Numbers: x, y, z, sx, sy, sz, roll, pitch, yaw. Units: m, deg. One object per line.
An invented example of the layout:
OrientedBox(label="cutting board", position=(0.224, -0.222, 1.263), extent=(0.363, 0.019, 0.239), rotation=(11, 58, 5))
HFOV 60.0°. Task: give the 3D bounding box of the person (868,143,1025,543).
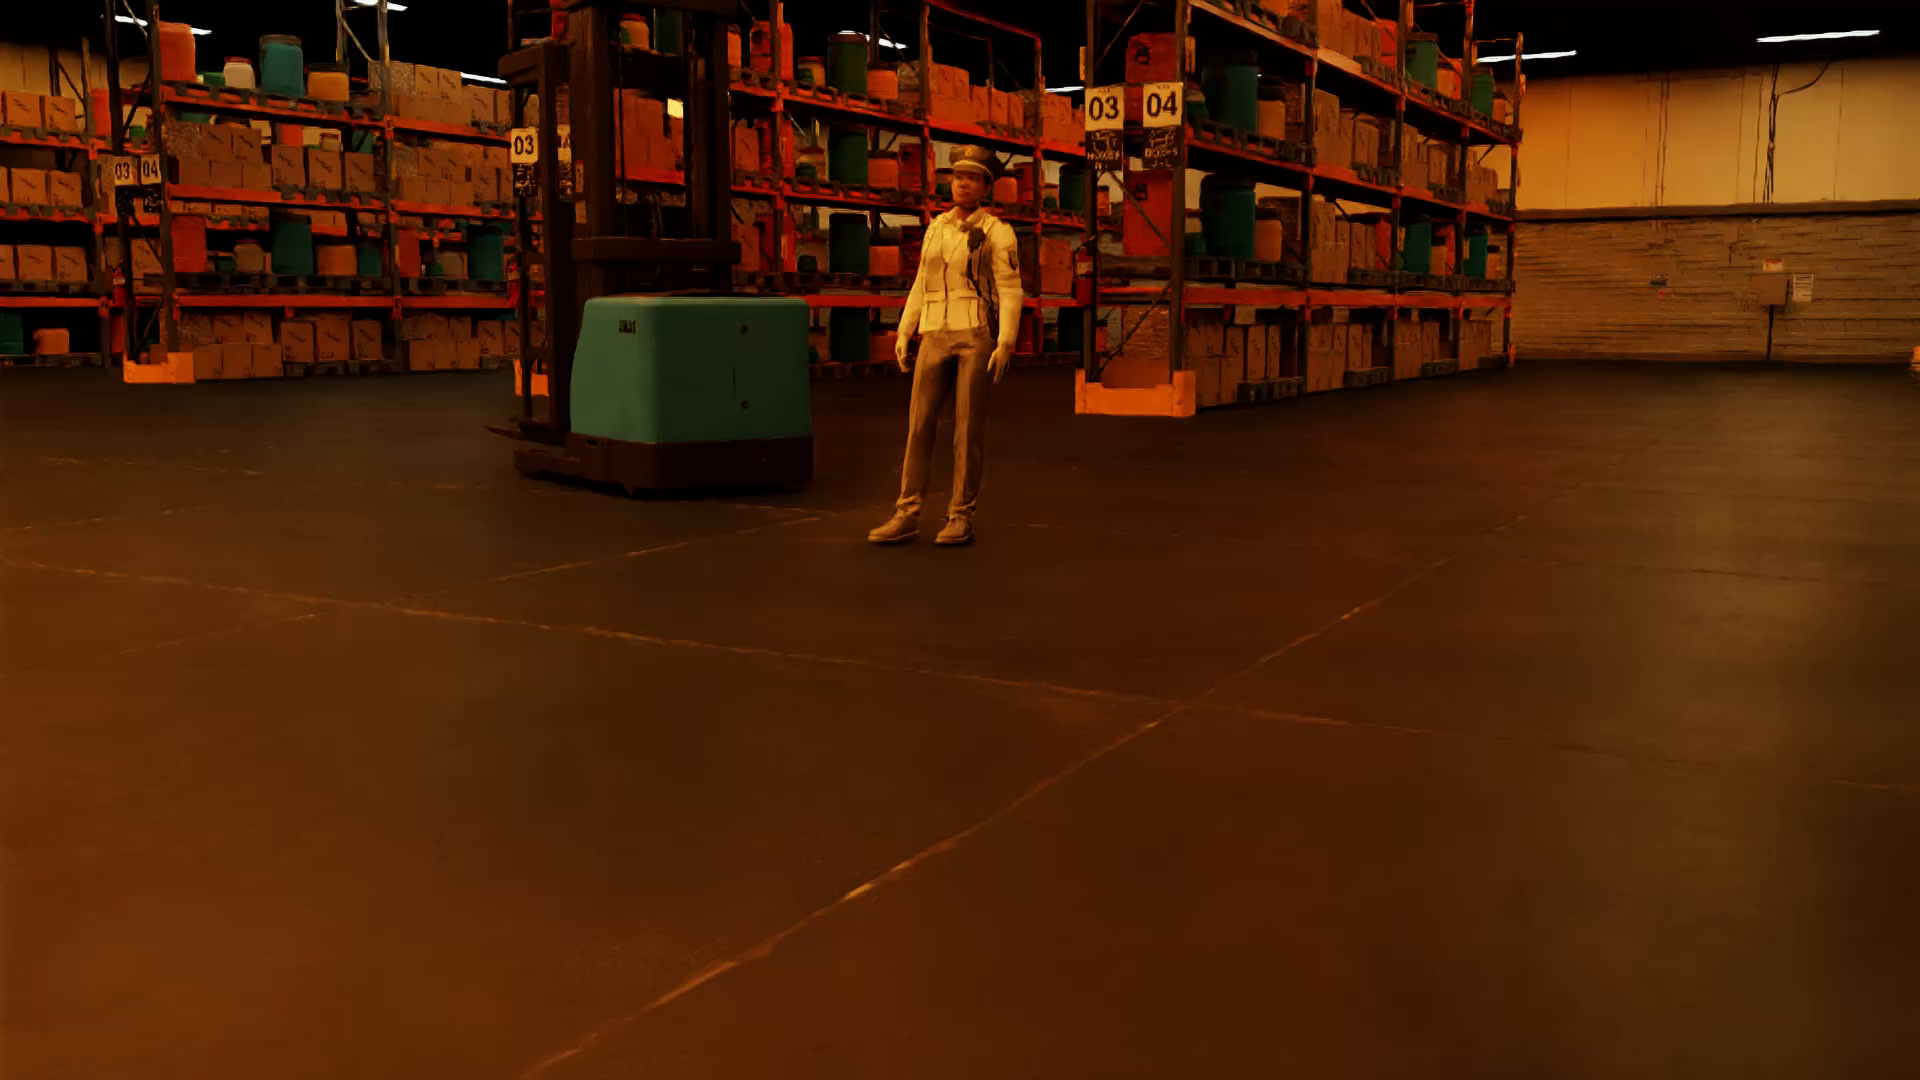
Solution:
OrientedBox(label="person", position=(-0.039, -0.839, 7.142), extent=(0.586, 1.695, 0.532), rotation=(4, 9, 29))

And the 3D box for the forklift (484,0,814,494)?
OrientedBox(label="forklift", position=(-2.076, -1.856, 10.042), extent=(1.130, 2.935, 3.031), rotation=(-5, 10, -35))
